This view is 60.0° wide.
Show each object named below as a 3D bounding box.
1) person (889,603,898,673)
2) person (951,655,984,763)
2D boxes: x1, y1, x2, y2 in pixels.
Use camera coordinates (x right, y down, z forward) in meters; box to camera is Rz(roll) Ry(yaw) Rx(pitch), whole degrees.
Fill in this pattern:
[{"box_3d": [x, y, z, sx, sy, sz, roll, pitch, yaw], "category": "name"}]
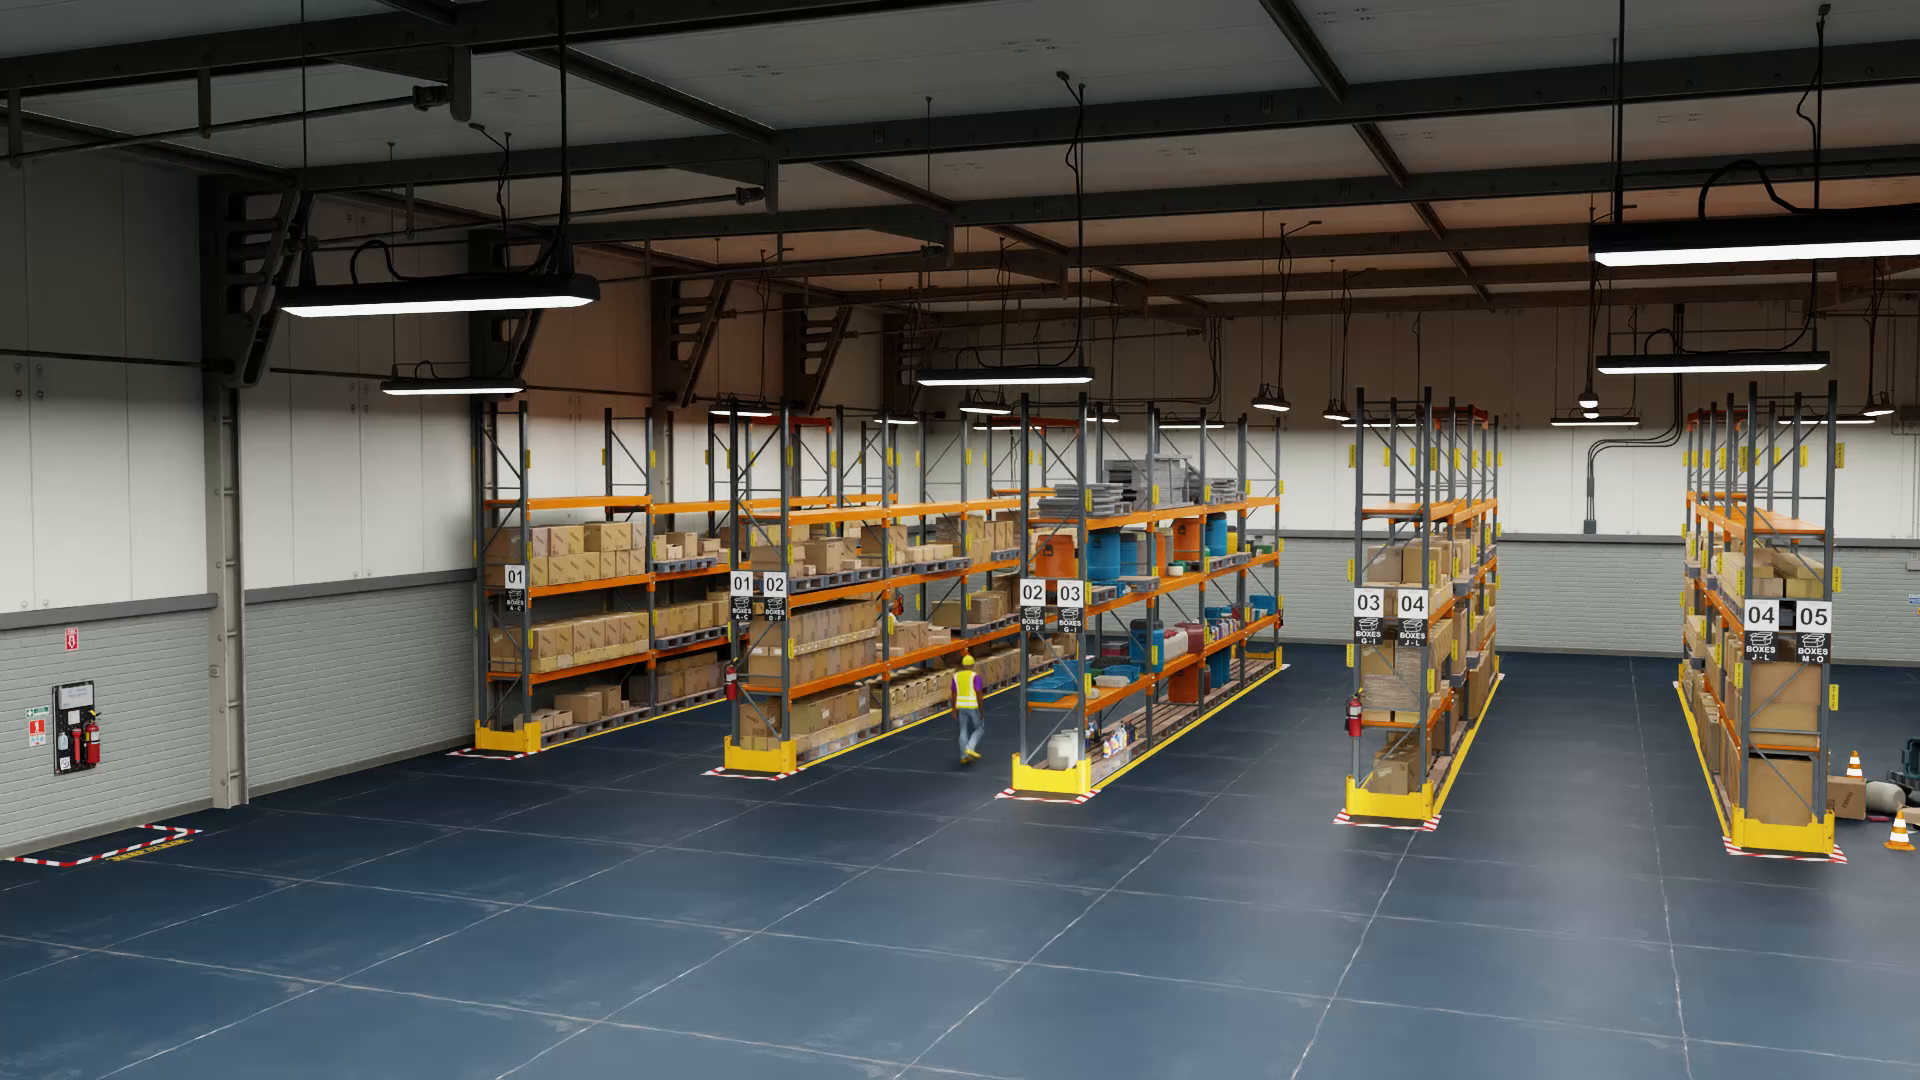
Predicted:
[{"box_3d": [-1.662, 2.295, 38.534, 0.467, 1.677, 0.514, -2, 3, -33], "category": "person"}, {"box_3d": [0.121, 2.781, 27.426, 0.609, 1.755, 0.489, 2, 3, 31], "category": "person"}]
